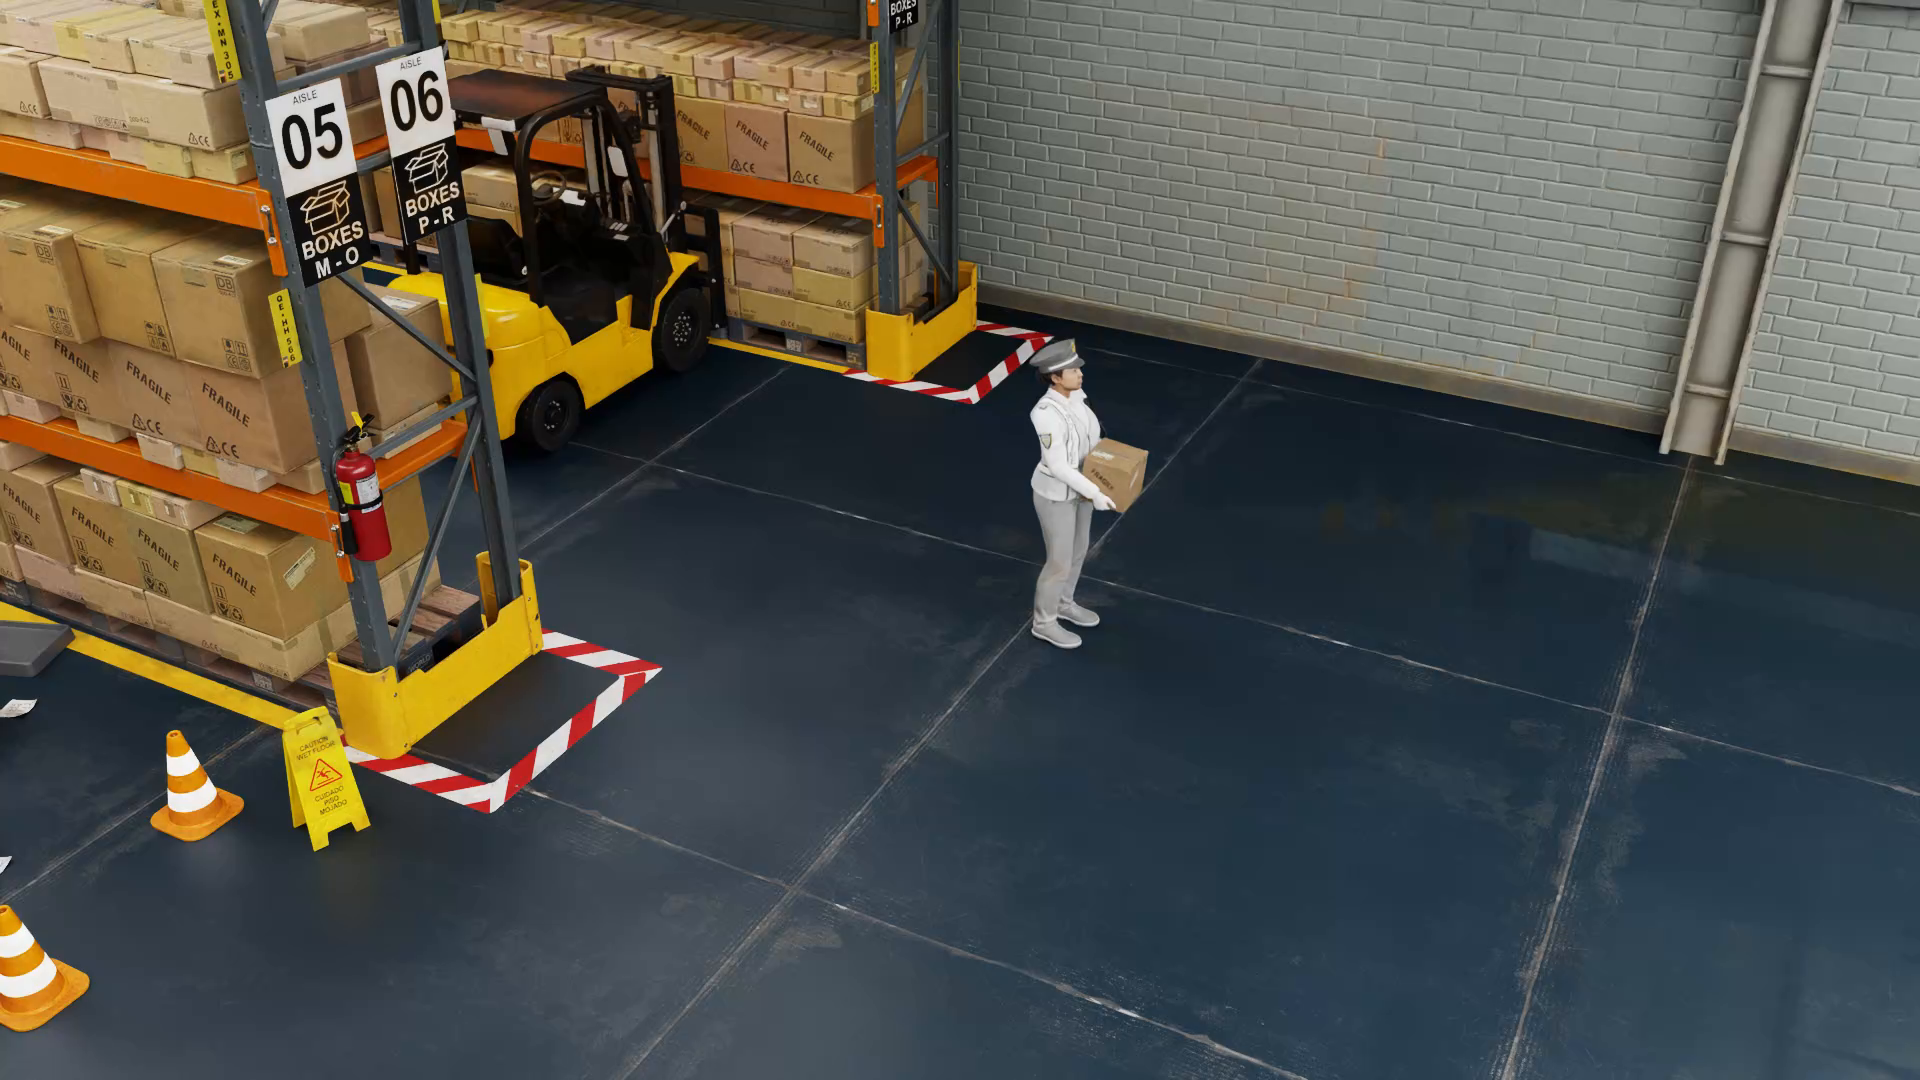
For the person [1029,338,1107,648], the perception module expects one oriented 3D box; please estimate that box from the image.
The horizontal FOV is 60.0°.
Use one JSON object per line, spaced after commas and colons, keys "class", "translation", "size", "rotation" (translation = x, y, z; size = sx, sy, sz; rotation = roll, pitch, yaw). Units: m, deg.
{"class": "person", "translation": [0.566, -0.251, 8.686], "size": [0.459, 1.688, 0.463], "rotation": [14, 33, 23]}
